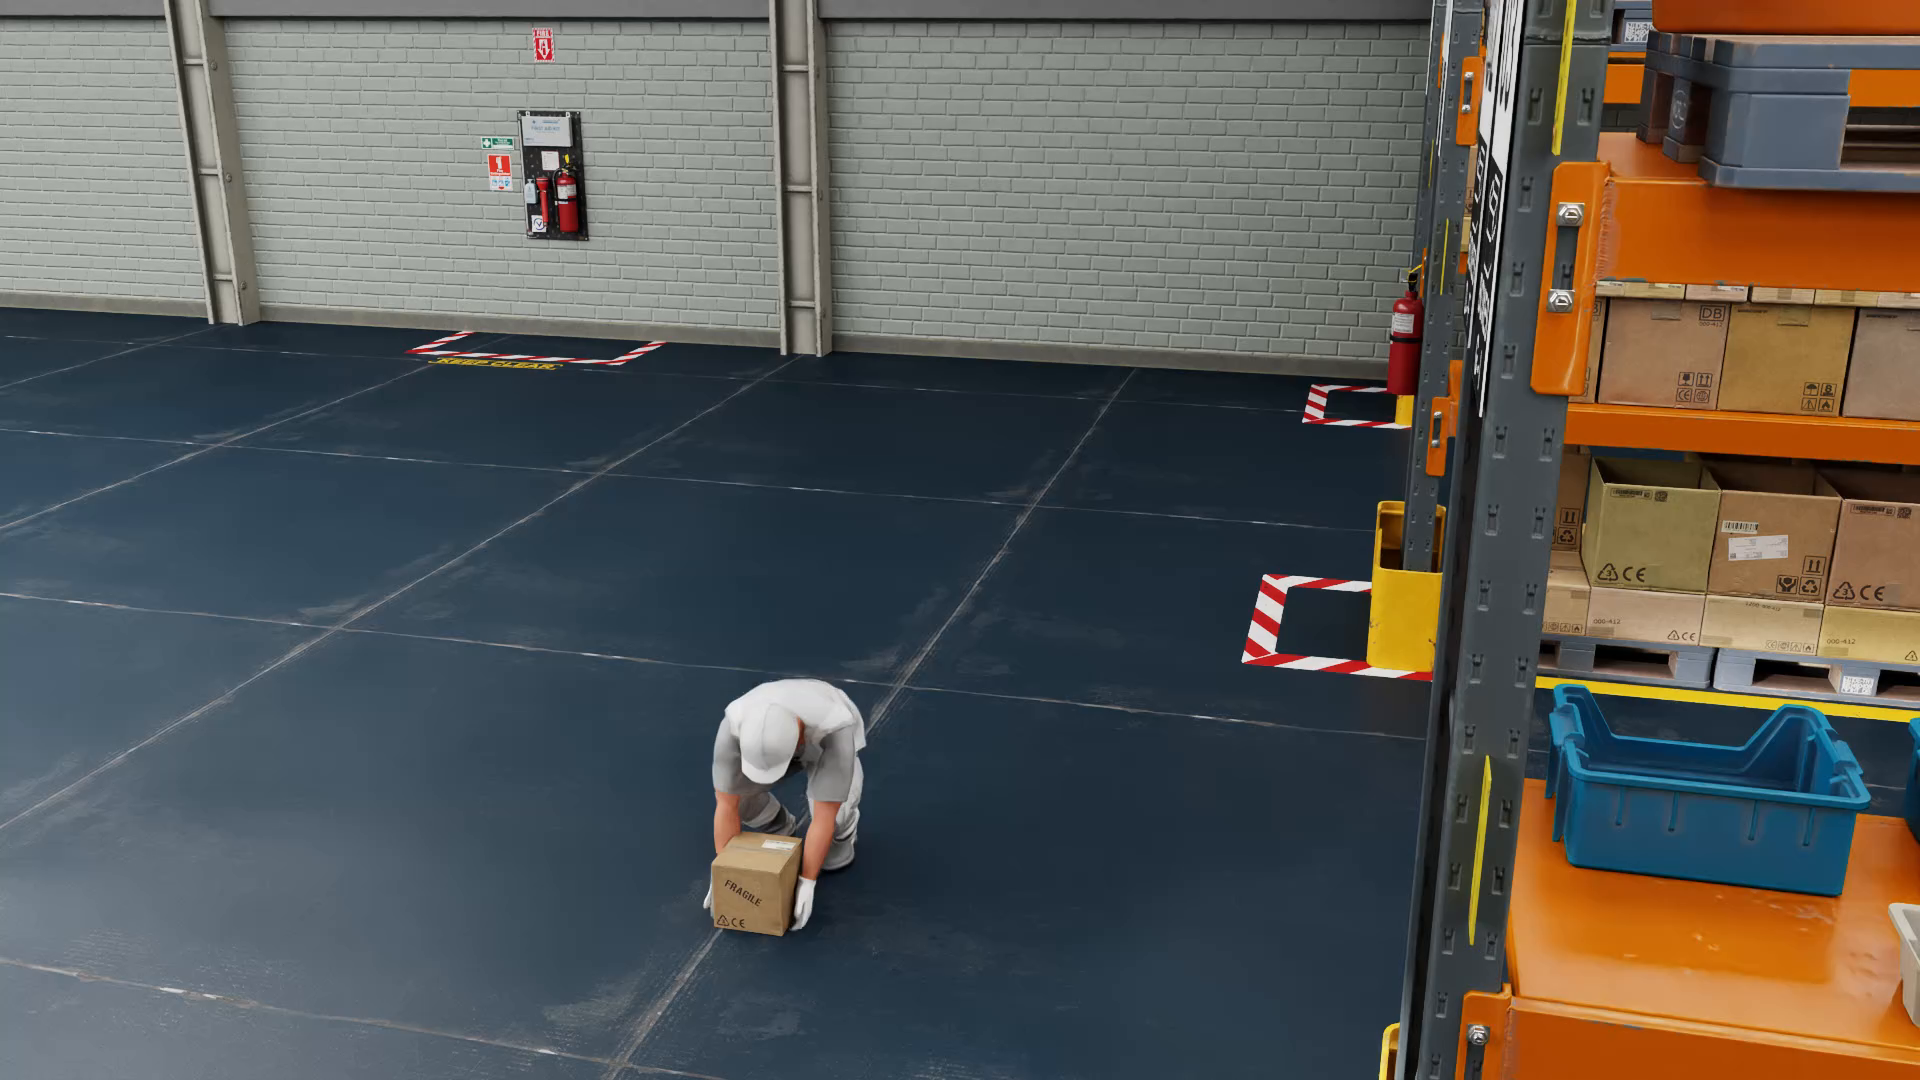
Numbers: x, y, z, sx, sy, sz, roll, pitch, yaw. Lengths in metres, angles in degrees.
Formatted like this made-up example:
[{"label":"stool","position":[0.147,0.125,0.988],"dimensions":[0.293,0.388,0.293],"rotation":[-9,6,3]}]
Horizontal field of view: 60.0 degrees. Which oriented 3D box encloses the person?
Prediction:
[{"label":"person","position":[-0.606,0.859,6.025],"dimensions":[0.547,0.877,0.901],"rotation":[4,19,13]}]
